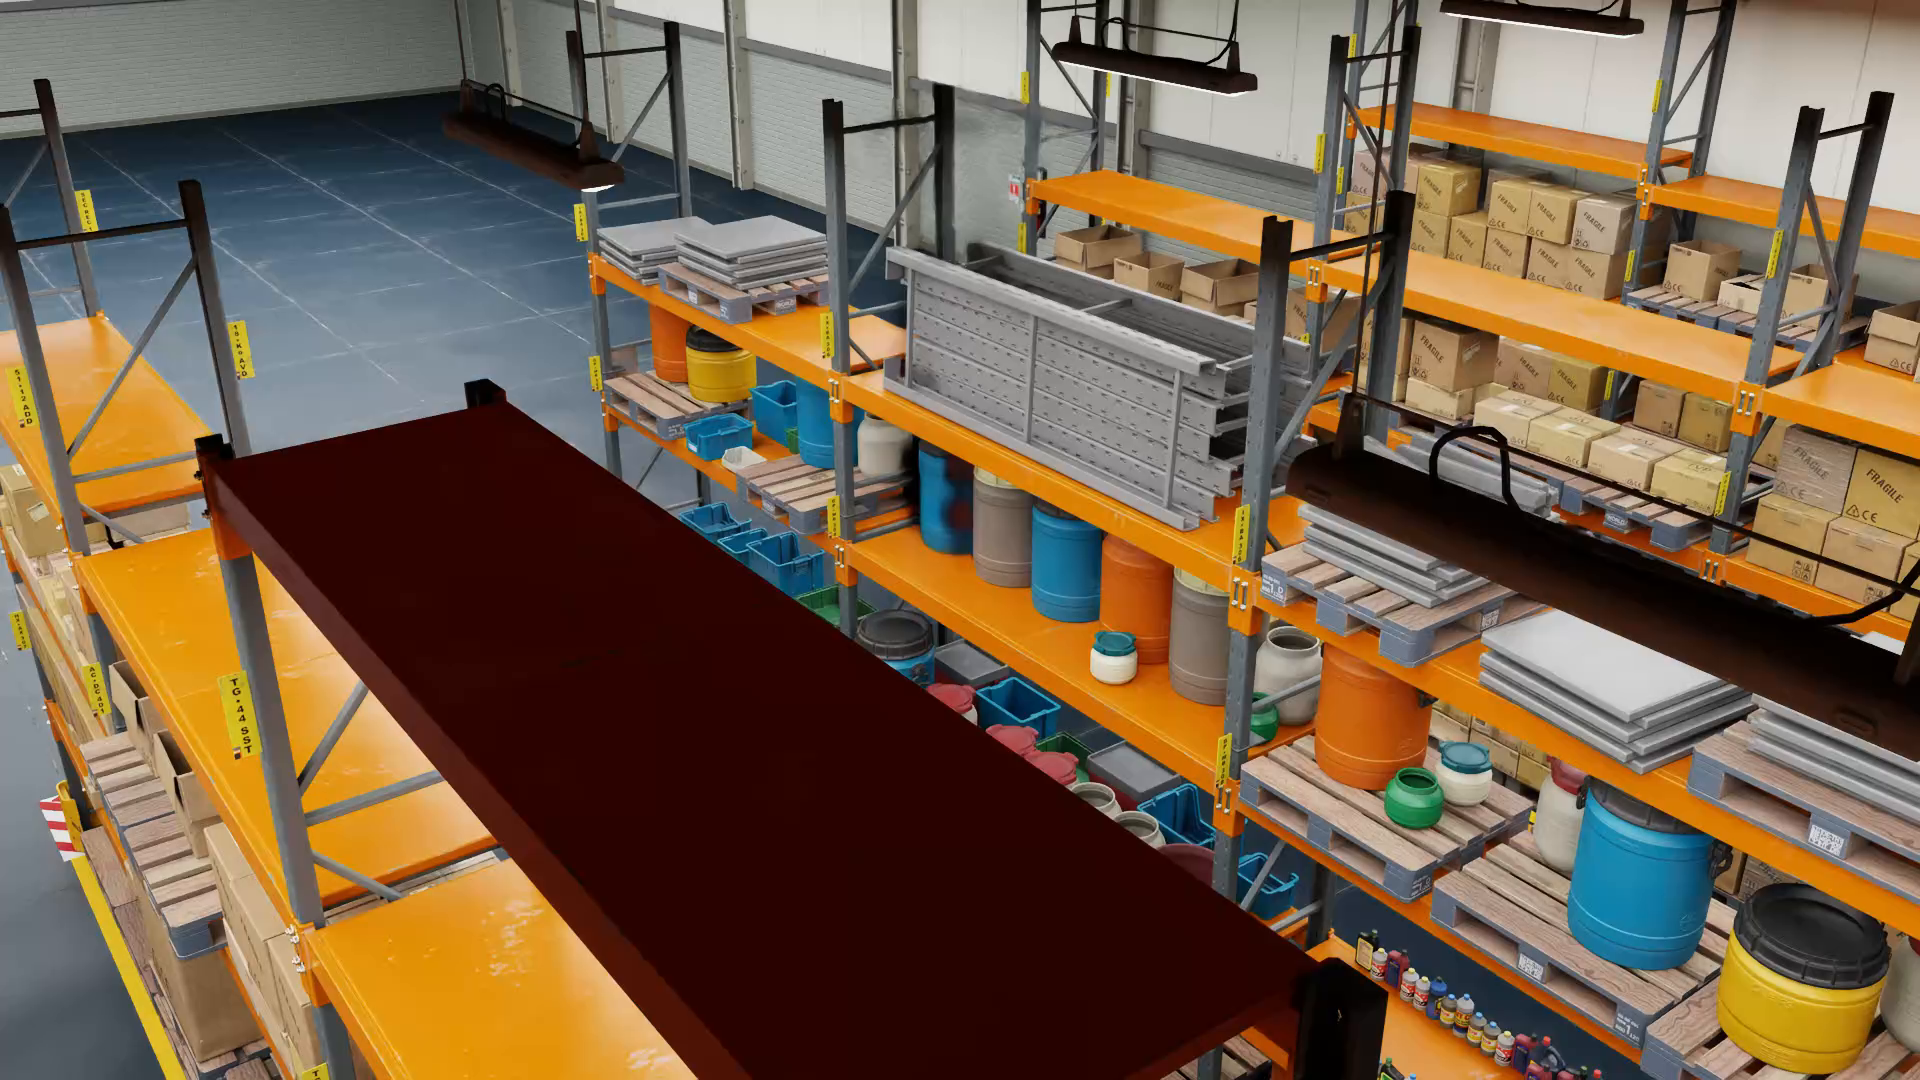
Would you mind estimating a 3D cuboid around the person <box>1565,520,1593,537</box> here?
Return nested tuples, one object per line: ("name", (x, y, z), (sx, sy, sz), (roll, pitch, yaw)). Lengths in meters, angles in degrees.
("person", (5.840, 0.442, 16.033), (0.607, 1.632, 0.941), (-18, 31, -34))
